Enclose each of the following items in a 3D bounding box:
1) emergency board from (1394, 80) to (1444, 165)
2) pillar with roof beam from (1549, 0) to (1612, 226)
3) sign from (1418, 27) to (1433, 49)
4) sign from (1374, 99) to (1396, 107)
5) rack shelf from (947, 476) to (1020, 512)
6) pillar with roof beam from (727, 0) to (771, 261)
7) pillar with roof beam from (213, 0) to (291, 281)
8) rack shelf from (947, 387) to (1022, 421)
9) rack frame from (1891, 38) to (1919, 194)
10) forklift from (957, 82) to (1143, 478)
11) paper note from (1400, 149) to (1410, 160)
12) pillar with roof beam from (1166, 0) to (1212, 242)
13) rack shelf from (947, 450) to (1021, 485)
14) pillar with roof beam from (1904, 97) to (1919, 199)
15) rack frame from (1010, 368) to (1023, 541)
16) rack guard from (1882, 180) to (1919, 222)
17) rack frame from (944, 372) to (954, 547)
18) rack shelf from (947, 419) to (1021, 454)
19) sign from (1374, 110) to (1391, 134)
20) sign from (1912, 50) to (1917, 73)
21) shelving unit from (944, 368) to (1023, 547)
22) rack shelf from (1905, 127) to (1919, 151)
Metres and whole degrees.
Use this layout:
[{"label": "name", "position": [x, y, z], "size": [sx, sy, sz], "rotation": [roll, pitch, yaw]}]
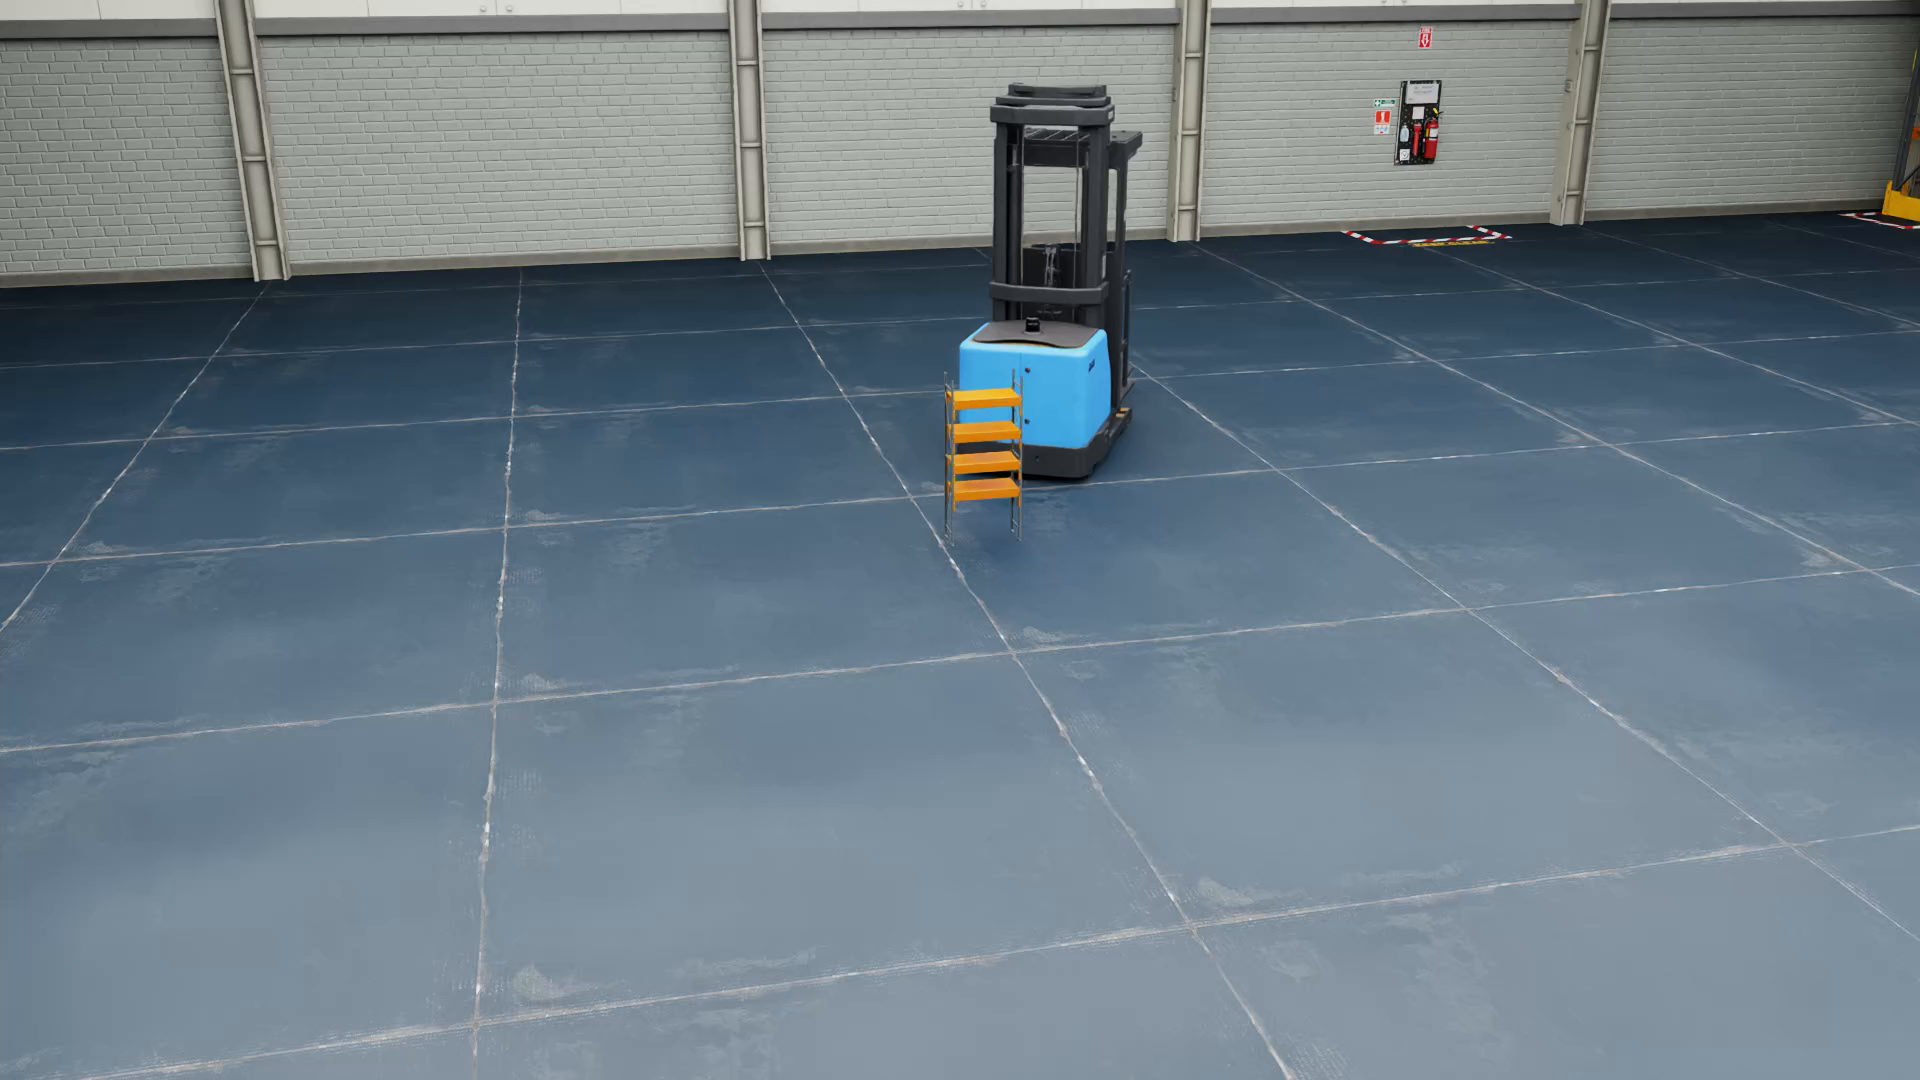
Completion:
[{"label": "emergency board", "position": [6.546, -5.911, 23.589], "size": [0.643, 1.169, 0.194], "rotation": [-5, 21, -12]}, {"label": "pillar with roof beam", "position": [9.950, -7.469, 19.122], "size": [0.400, 9.000, 9.100], "rotation": [-5, 21, -12]}, {"label": "sign", "position": [6.515, -7.032, 23.279], "size": [0.199, 0.298, 0.001], "rotation": [-5, 21, -12]}, {"label": "sign", "position": [5.991, -6.164, 23.459], "size": [0.331, 0.109, 0.001], "rotation": [-5, 21, -12]}, {"label": "rack shelf", "position": [0.161, -0.327, 11.735], "size": [0.480, 0.148, 0.258], "rotation": [-5, 21, -12]}, {"label": "pillar with roof beam", "position": [-1.728, -6.520, 16.529], "size": [0.400, 9.000, 9.100], "rotation": [-5, 21, -12]}, {"label": "pillar with roof beam", "position": [-7.567, -6.045, 15.233], "size": [0.400, 9.000, 9.100], "rotation": [-5, 21, -12]}, {"label": "rack shelf", "position": [0.161, -0.945, 11.509], "size": [0.480, 0.148, 0.258], "rotation": [-5, 21, -12]}, {"label": "rack frame", "position": [14.317, -6.223, 24.443], "size": [0.127, 3.000, 1.000], "rotation": [-5, 21, -12]}, {"label": "forklift", "position": [0.878, -2.332, 13.919], "size": [1.130, 2.935, 3.031], "rotation": [6, 21, 15]}, {"label": "paper note", "position": [6.358, -5.506, 23.765], "size": [0.142, 0.148, 0.016], "rotation": [-5, 21, -12]}, {"label": "pillar with roof beam", "position": [4.111, -6.994, 17.826], "size": [0.400, 9.000, 9.100], "rotation": [-5, 21, -12]}, {"label": "rack shelf", "position": [0.161, -0.513, 11.667], "size": [0.480, 0.148, 0.258], "rotation": [-5, 21, -12]}, {"label": "pillar with roof beam", "position": [15.789, -7.944, 20.419], "size": [0.400, 9.000, 9.100], "rotation": [-5, 21, -12]}, {"label": "rack frame", "position": [0.399, -0.596, 11.697], "size": [0.015, 1.200, 0.240], "rotation": [-5, 21, -12]}, {"label": "rack guard", "position": [14.391, -5.056, 24.889], "size": [0.348, 0.500, 1.175], "rotation": [-5, 21, -12]}, {"label": "rack frame", "position": [-0.076, -0.557, 11.591], "size": [0.015, 1.200, 0.240], "rotation": [-5, 21, -12]}, {"label": "rack shelf", "position": [0.161, -0.723, 11.590], "size": [0.480, 0.148, 0.258], "rotation": [-5, 21, -12]}, {"label": "sign", "position": [5.984, -5.918, 23.557], "size": [0.234, 0.329, 0.001], "rotation": [-5, 21, -12]}, {"label": "sign", "position": [14.208, -7.103, 24.701], "size": [0.005, 0.325, 0.100], "rotation": [-5, 21, -12]}, {"label": "shelving unit", "position": [0.161, -0.577, 11.644], "size": [0.503, 1.200, 0.258], "rotation": [-5, 21, -12]}, {"label": "rack shelf", "position": [16.263, -6.044, 24.999], "size": [4.000, 0.370, 1.077], "rotation": [-5, 21, -12]}]
